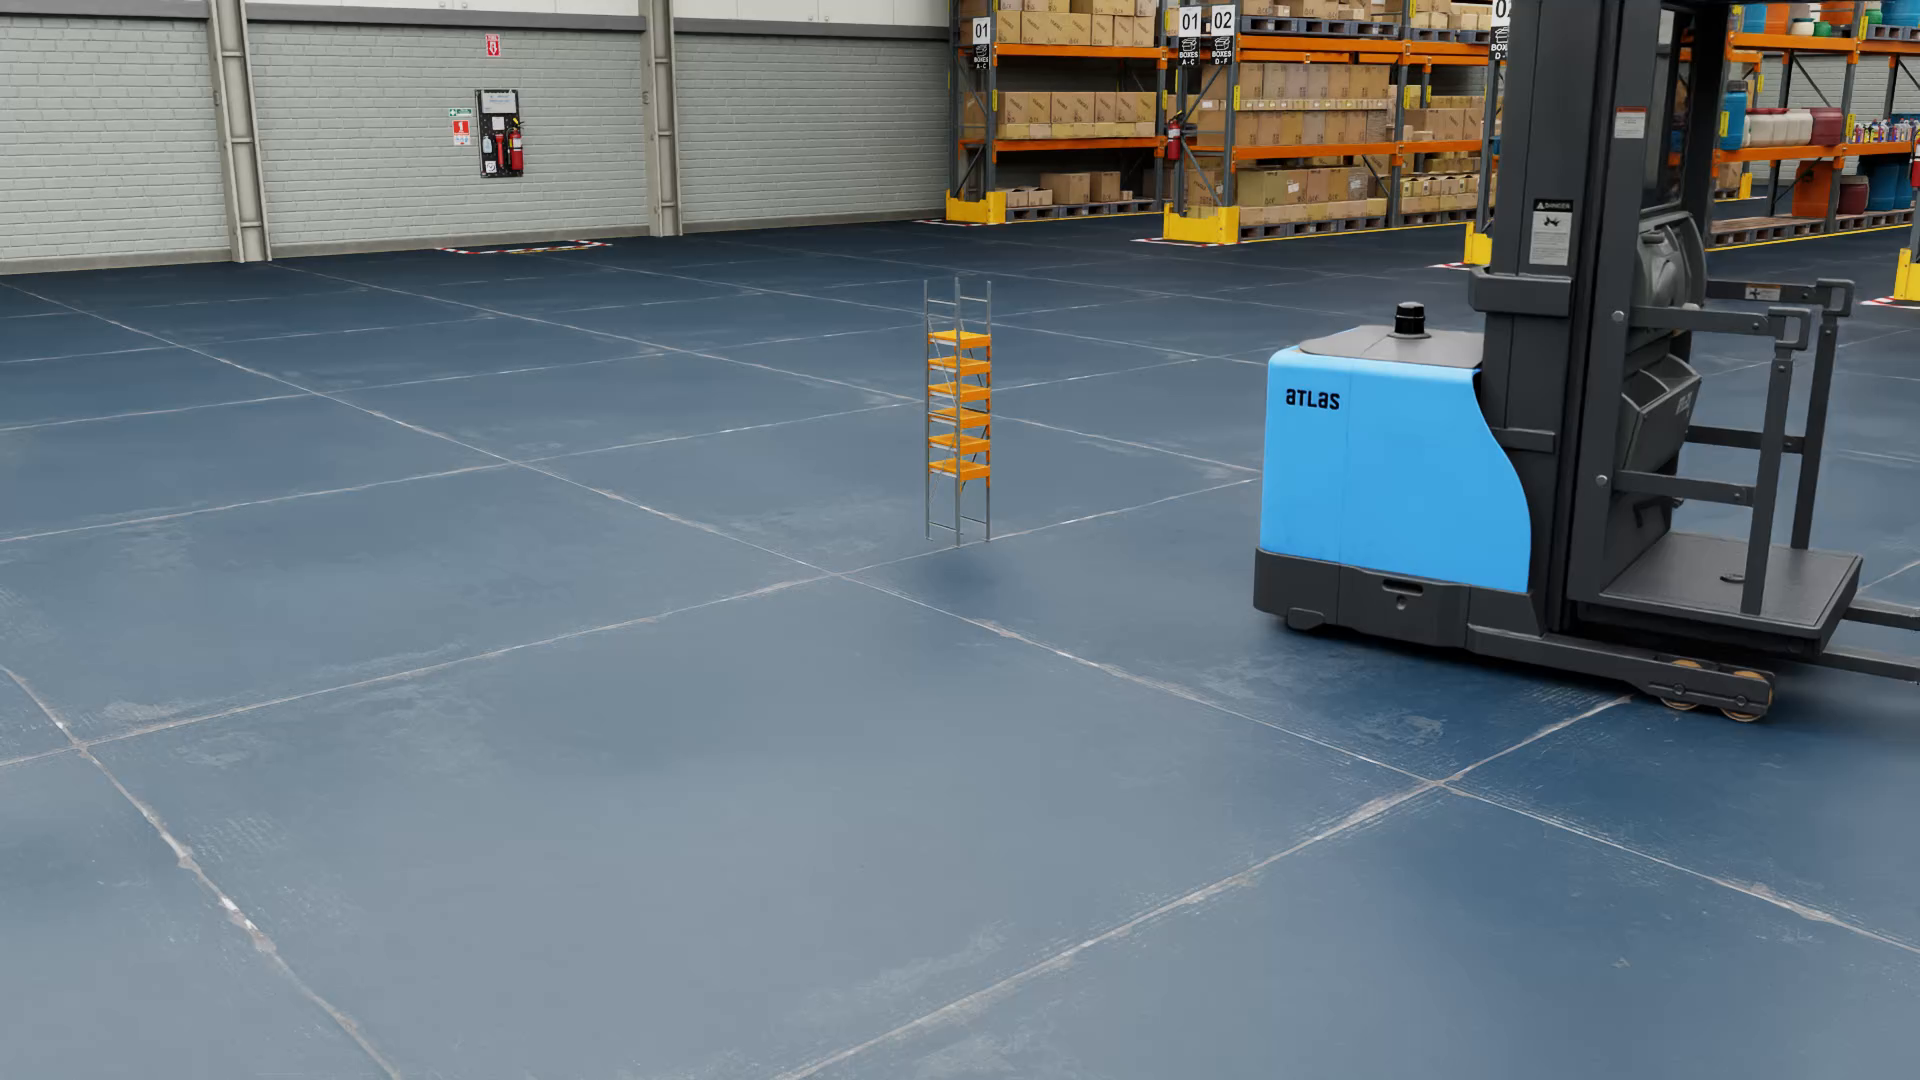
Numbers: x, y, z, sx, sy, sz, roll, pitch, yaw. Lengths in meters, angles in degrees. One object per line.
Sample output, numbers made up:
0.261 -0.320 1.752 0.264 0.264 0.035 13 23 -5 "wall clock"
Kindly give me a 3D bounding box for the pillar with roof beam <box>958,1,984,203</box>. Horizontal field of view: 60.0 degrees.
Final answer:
2.984 -9.052 24.201 0.400 9.000 9.100 -13 19 -39 "pillar with roof beam"

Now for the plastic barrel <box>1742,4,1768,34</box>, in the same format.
10.947 -7.495 23.213 0.708 0.901 0.600 -13 19 -39 "plastic barrel"

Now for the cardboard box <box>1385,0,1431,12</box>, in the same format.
6.961 -8.457 25.811 0.500 0.500 0.500 -12 19 -39 "cardboard box"

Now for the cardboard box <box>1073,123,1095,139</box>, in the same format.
1.928 -6.924 28.111 0.500 0.250 0.500 -12 19 -39 "cardboard box"

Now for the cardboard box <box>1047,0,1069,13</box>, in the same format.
1.439 -8.877 27.189 0.500 0.500 0.500 -12 19 -38 "cardboard box"

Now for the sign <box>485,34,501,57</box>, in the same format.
-6.329 -6.702 22.537 0.199 0.298 0.001 -13 19 -39 "sign"

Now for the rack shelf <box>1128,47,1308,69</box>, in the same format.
4.724 -8.823 30.550 4.000 0.370 1.077 -13 19 -39 "rack shelf"

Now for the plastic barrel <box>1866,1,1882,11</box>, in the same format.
13.975 -8.179 25.667 0.433 0.535 0.433 0 15 0 "plastic barrel"

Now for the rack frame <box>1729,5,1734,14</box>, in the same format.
9.719 -8.352 21.581 0.127 3.000 1.000 -13 19 -39 "rack frame"

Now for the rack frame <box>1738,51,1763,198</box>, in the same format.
15.522 -8.452 33.578 0.127 3.000 1.000 -13 19 -39 "rack frame"

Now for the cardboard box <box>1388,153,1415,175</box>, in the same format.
8.845 -7.767 34.365 0.750 0.750 0.750 -12 19 -39 "cardboard box"

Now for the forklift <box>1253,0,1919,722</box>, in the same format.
2.651 -0.970 5.703 3.031 2.935 1.130 10 18 33 "forklift"

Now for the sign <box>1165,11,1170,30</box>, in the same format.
3.577 -8.977 28.731 0.005 0.325 0.100 -13 19 -39 "sign"

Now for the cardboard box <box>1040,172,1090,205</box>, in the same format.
1.795 -6.021 28.468 0.500 0.500 0.700 -14 21 -43 "cardboard box"

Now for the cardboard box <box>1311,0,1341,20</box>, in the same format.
5.145 -7.934 24.542 0.637 0.503 0.797 -10 18 -33 "cardboard box"

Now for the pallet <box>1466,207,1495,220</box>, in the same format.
8.841 -5.617 28.370 1.213 0.211 1.003 -13 19 -39 "pallet"

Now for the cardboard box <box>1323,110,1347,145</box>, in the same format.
5.365 -6.216 25.014 0.500 0.500 0.700 -12 19 -39 "cardboard box"

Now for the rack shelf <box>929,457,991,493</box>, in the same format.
-0.011 -0.302 7.659 0.180 0.103 0.258 -13 19 -39 "rack shelf"

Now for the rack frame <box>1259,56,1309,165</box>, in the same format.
6.233 -8.060 32.112 0.127 3.000 1.000 -13 19 -39 "rack frame"

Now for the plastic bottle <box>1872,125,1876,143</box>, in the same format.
14.004 -6.234 25.525 0.097 0.271 0.097 0 15 0 "plastic bottle"

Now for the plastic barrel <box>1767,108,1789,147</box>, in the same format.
11.464 -5.836 23.524 0.433 0.535 0.433 0 15 0 "plastic barrel"

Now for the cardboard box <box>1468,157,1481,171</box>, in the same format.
11.049 -8.102 36.301 0.500 0.500 0.700 -13 20 -41 "cardboard box"

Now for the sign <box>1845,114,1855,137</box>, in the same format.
13.103 -6.104 24.474 0.005 0.325 0.100 -13 19 -39 "sign"

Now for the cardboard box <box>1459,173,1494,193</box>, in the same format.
8.484 -5.931 27.568 0.500 0.311 0.500 -13 20 -40 "cardboard box"

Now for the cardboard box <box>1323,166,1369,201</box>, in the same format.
5.879 -5.452 25.409 0.500 0.500 0.500 -13 19 -39 "cardboard box"

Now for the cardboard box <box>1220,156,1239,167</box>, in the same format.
4.868 -7.123 31.141 0.500 0.250 0.500 -13 20 -40 "cardboard box"

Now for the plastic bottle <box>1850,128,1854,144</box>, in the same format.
13.380 -6.094 25.001 0.097 0.271 0.097 0 15 0 "plastic bottle"

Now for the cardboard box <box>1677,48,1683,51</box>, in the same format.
13.034 -9.185 30.801 0.500 0.250 0.500 -13 19 -39 "cardboard box"

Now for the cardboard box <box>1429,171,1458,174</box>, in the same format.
8.123 -6.034 27.953 0.500 0.311 0.500 -13 20 -41 "cardboard box"

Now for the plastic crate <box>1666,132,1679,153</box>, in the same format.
9.062 -5.142 21.474 0.616 0.251 0.499 -13 19 -39 "plastic crate"

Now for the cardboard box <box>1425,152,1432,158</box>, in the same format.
10.237 -8.302 35.789 0.250 0.149 0.380 -13 20 -41 "cardboard box"

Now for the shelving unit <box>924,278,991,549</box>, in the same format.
-0.011 -0.577 7.586 0.189 1.200 0.258 -13 19 -39 "shelving unit"

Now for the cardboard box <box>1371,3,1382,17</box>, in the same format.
8.094 -10.590 33.272 0.500 0.250 0.500 -13 20 -41 "cardboard box"

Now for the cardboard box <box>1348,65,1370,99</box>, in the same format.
5.759 -6.932 25.180 0.500 0.500 0.700 -13 20 -39 "cardboard box"

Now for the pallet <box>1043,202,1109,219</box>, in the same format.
1.811 -5.707 28.706 1.213 0.211 1.003 -13 19 -39 "pallet"

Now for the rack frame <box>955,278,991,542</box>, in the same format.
0.058 -0.593 7.644 0.006 1.200 0.240 -13 19 -39 "rack frame"

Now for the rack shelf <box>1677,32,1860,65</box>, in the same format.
11.227 -6.894 23.329 4.000 0.370 1.077 -13 19 -39 "rack shelf"

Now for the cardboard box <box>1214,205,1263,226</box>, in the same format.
4.003 -4.663 23.909 0.500 0.250 0.500 -13 19 -39 "cardboard box"

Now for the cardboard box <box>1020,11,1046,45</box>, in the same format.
1.043 -8.304 26.981 0.500 0.500 0.500 -11 19 -36 "cardboard box"

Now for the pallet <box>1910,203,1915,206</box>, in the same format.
16.283 -5.594 28.283 1.213 0.211 1.003 -13 19 -39 "pallet"

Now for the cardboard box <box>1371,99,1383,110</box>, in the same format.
6.218 -6.651 25.387 0.250 0.149 0.380 -13 20 -41 "cardboard box"

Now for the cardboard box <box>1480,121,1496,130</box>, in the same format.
8.686 -6.939 28.090 0.500 0.311 0.500 -13 20 -40 "cardboard box"

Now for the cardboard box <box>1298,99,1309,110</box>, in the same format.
4.860 -6.346 24.244 0.250 0.149 0.380 -13 20 -40 "cardboard box"

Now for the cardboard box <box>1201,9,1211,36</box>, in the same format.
4.611 -9.369 30.192 0.500 0.500 0.500 -14 20 -41 "cardboard box"

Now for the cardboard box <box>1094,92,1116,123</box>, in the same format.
2.302 -7.373 28.338 0.500 0.500 0.500 -13 20 -41 "cardboard box"

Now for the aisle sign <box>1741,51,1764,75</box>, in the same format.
15.775 -9.659 33.062 0.004 0.787 0.394 -13 19 -39 "aisle sign"

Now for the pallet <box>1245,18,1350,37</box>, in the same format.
4.924 -7.470 24.262 1.213 0.211 1.003 -13 19 -39 "pallet"

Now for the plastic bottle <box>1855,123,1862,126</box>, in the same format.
14.456 -6.588 26.841 0.135 0.276 0.152 -13 19 -39 "plastic bottle"

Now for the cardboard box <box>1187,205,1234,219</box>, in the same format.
3.663 -4.764 24.287 0.500 0.250 0.500 -13 19 -39 "cardboard box"

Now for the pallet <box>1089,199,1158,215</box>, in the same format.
2.732 -5.915 29.484 1.213 0.211 1.003 -13 19 -39 "pallet"

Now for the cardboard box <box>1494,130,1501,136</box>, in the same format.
8.990 -6.769 27.765 0.250 0.149 0.380 -13 19 -39 "cardboard box"

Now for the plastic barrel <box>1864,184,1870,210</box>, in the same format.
14.313 -5.523 26.621 0.421 0.512 0.421 0 15 0 "plastic barrel"

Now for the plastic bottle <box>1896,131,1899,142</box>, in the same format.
14.667 -6.349 26.091 0.097 0.201 0.097 0 15 0 "plastic bottle"

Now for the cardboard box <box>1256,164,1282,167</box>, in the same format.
5.724 -6.933 31.883 0.500 0.500 0.700 -12 19 -39 "cardboard box"

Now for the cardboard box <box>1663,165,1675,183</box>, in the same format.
13.919 -7.100 32.502 0.637 0.503 0.797 -13 19 -39 "cardboard box"

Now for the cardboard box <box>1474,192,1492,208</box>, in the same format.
8.483 -5.662 27.647 0.500 0.250 0.500 -12 19 -38 "cardboard box"
